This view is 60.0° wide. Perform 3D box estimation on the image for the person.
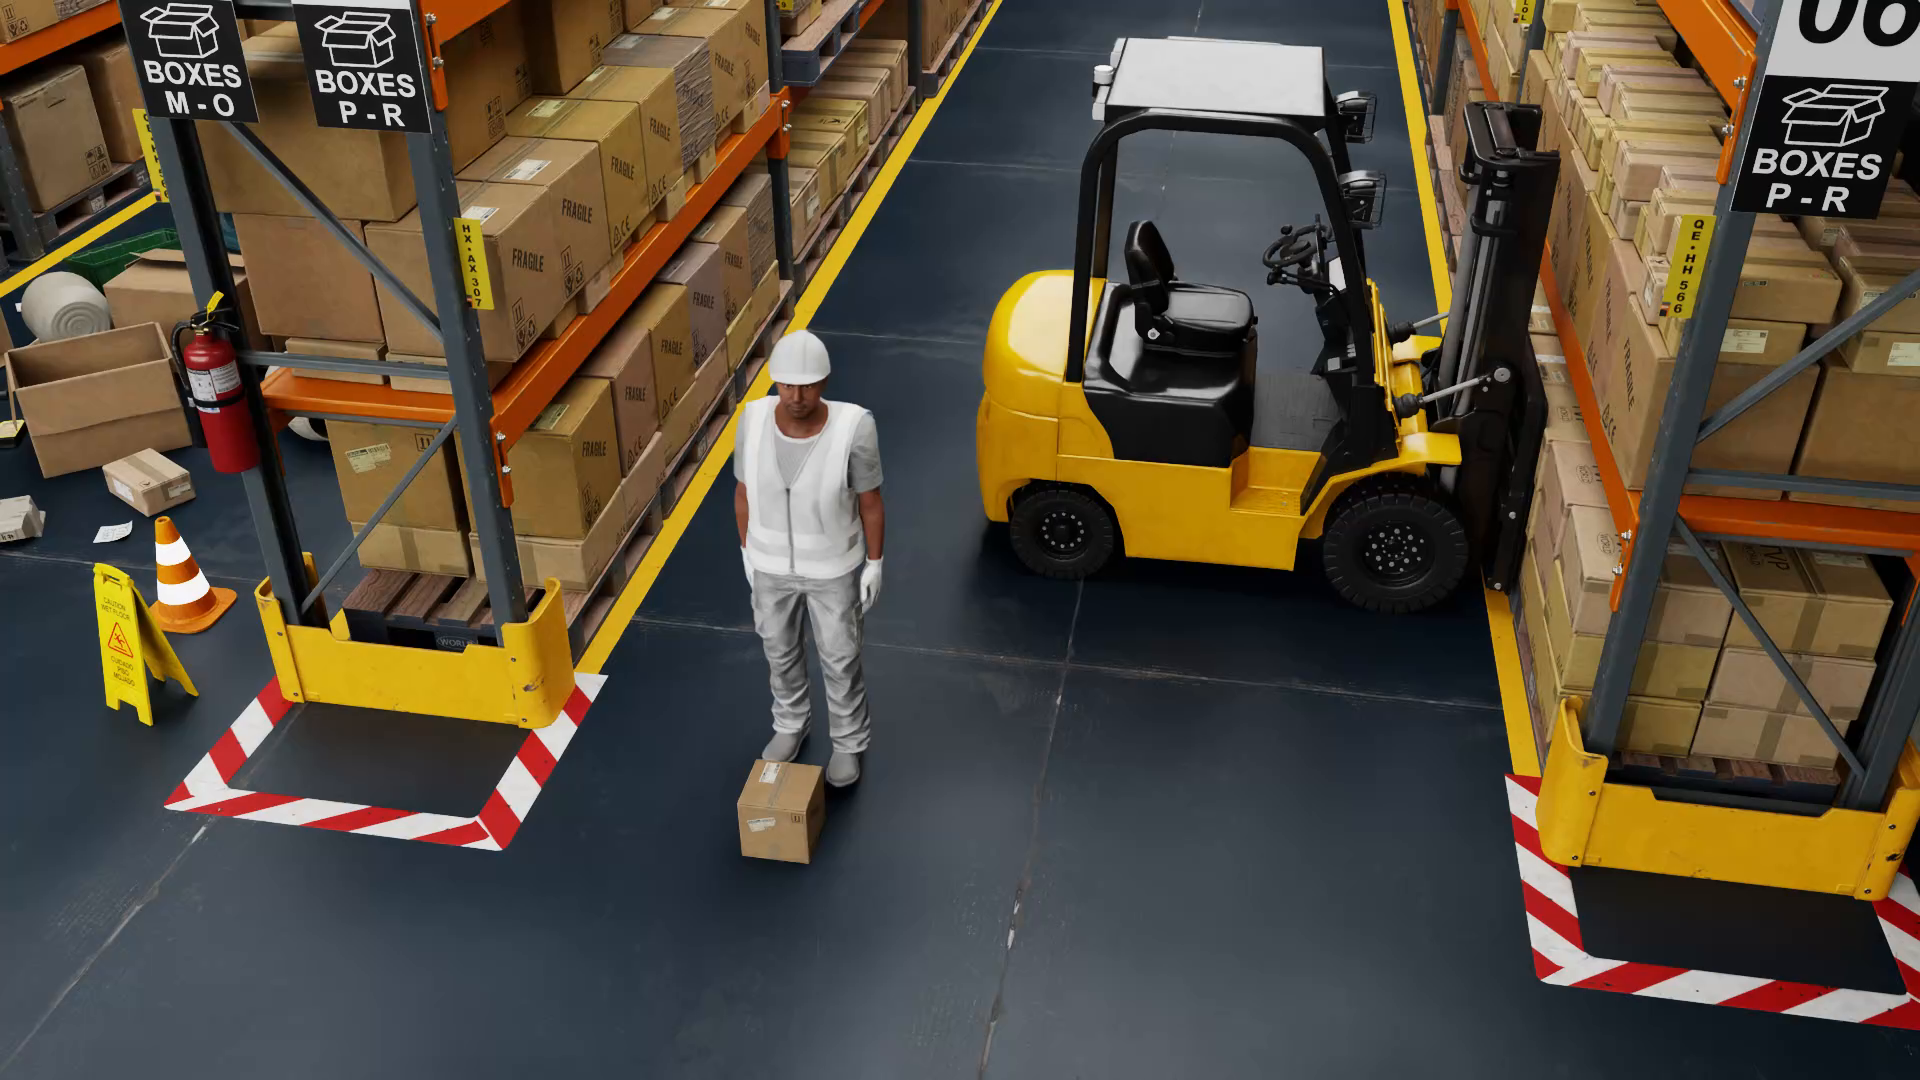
[{"bbox_3d":[-0.548,0.096,5.971,0.550,1.787,0.419,6,33,9],"label":"person"}]
